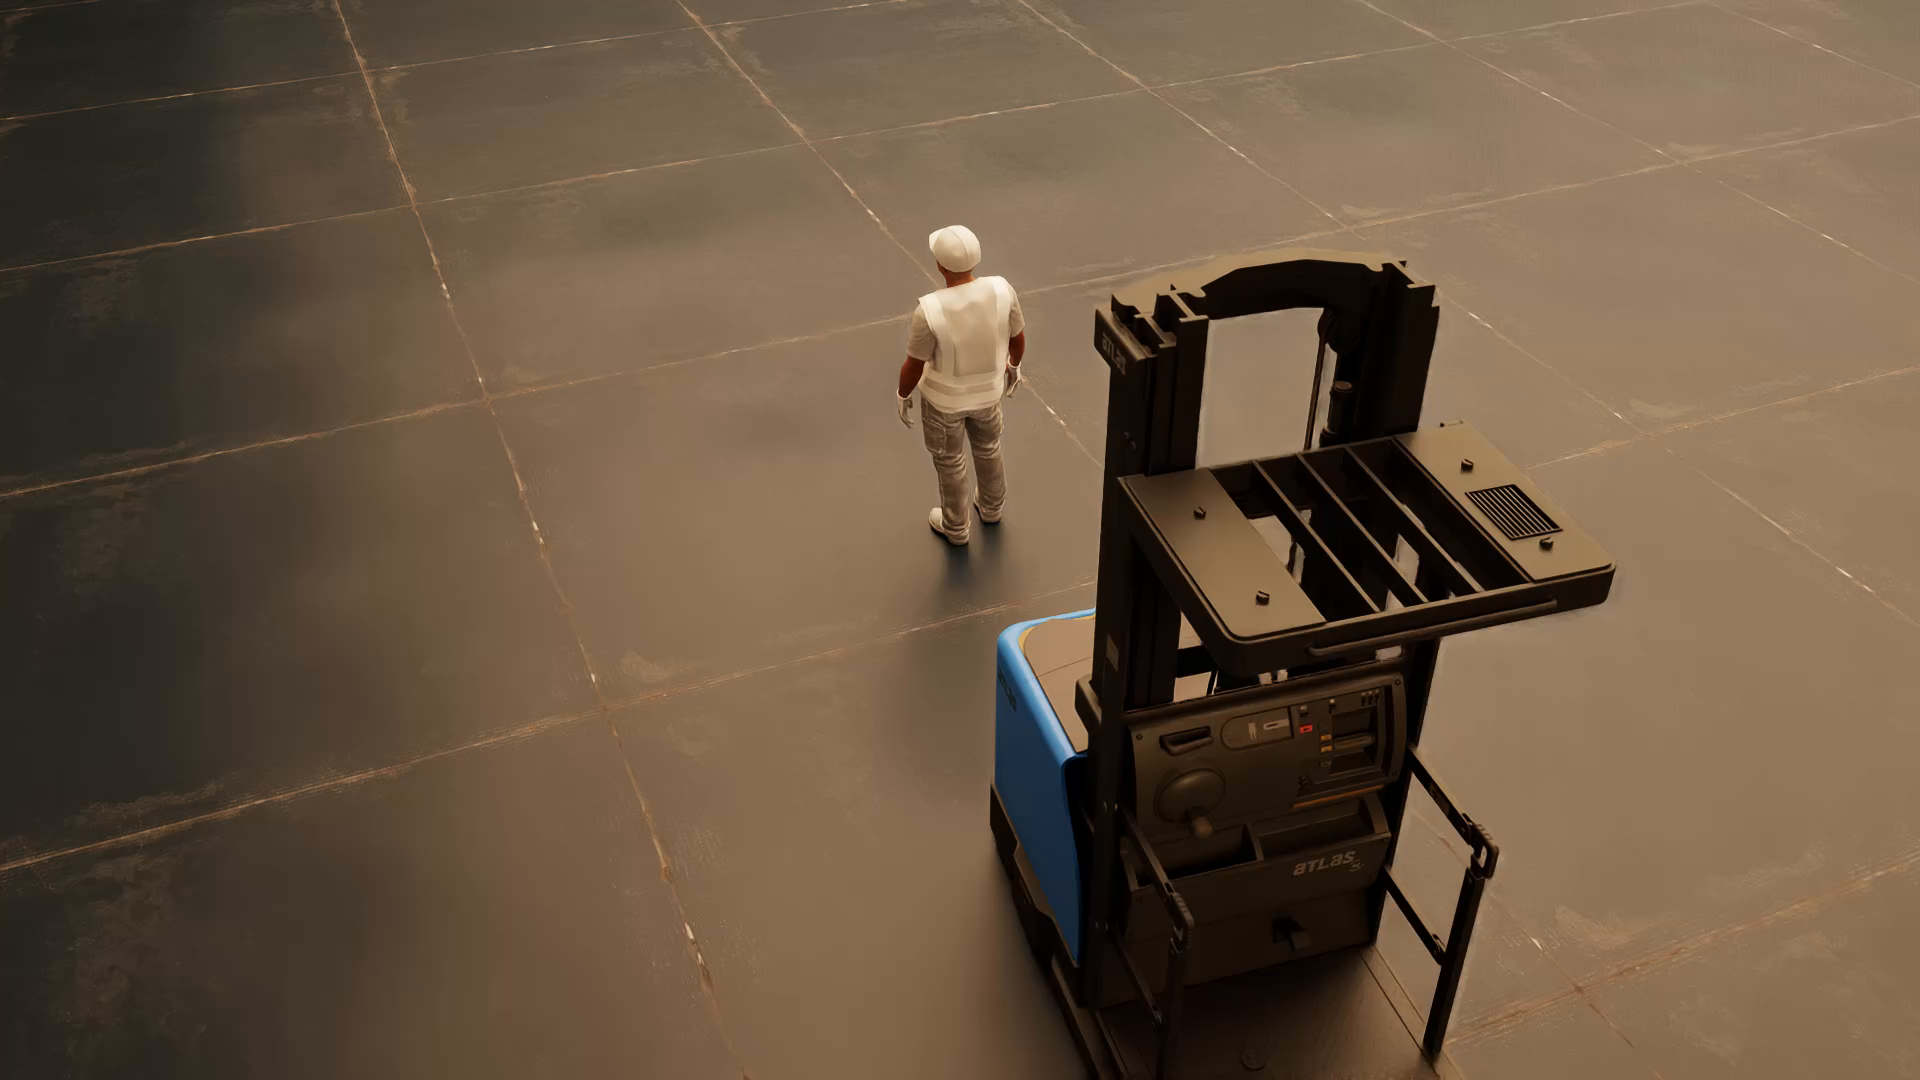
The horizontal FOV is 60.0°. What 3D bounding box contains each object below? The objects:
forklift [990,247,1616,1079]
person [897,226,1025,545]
[{"bbox_3d":[1.039,0.743,5.054,1.130,2.935,3.031,-10,37,-14],"label":"forklift"},{"bbox_3d":[-0.020,-0.773,8.163,0.656,1.782,0.577,-14,38,-19],"label":"person"}]
